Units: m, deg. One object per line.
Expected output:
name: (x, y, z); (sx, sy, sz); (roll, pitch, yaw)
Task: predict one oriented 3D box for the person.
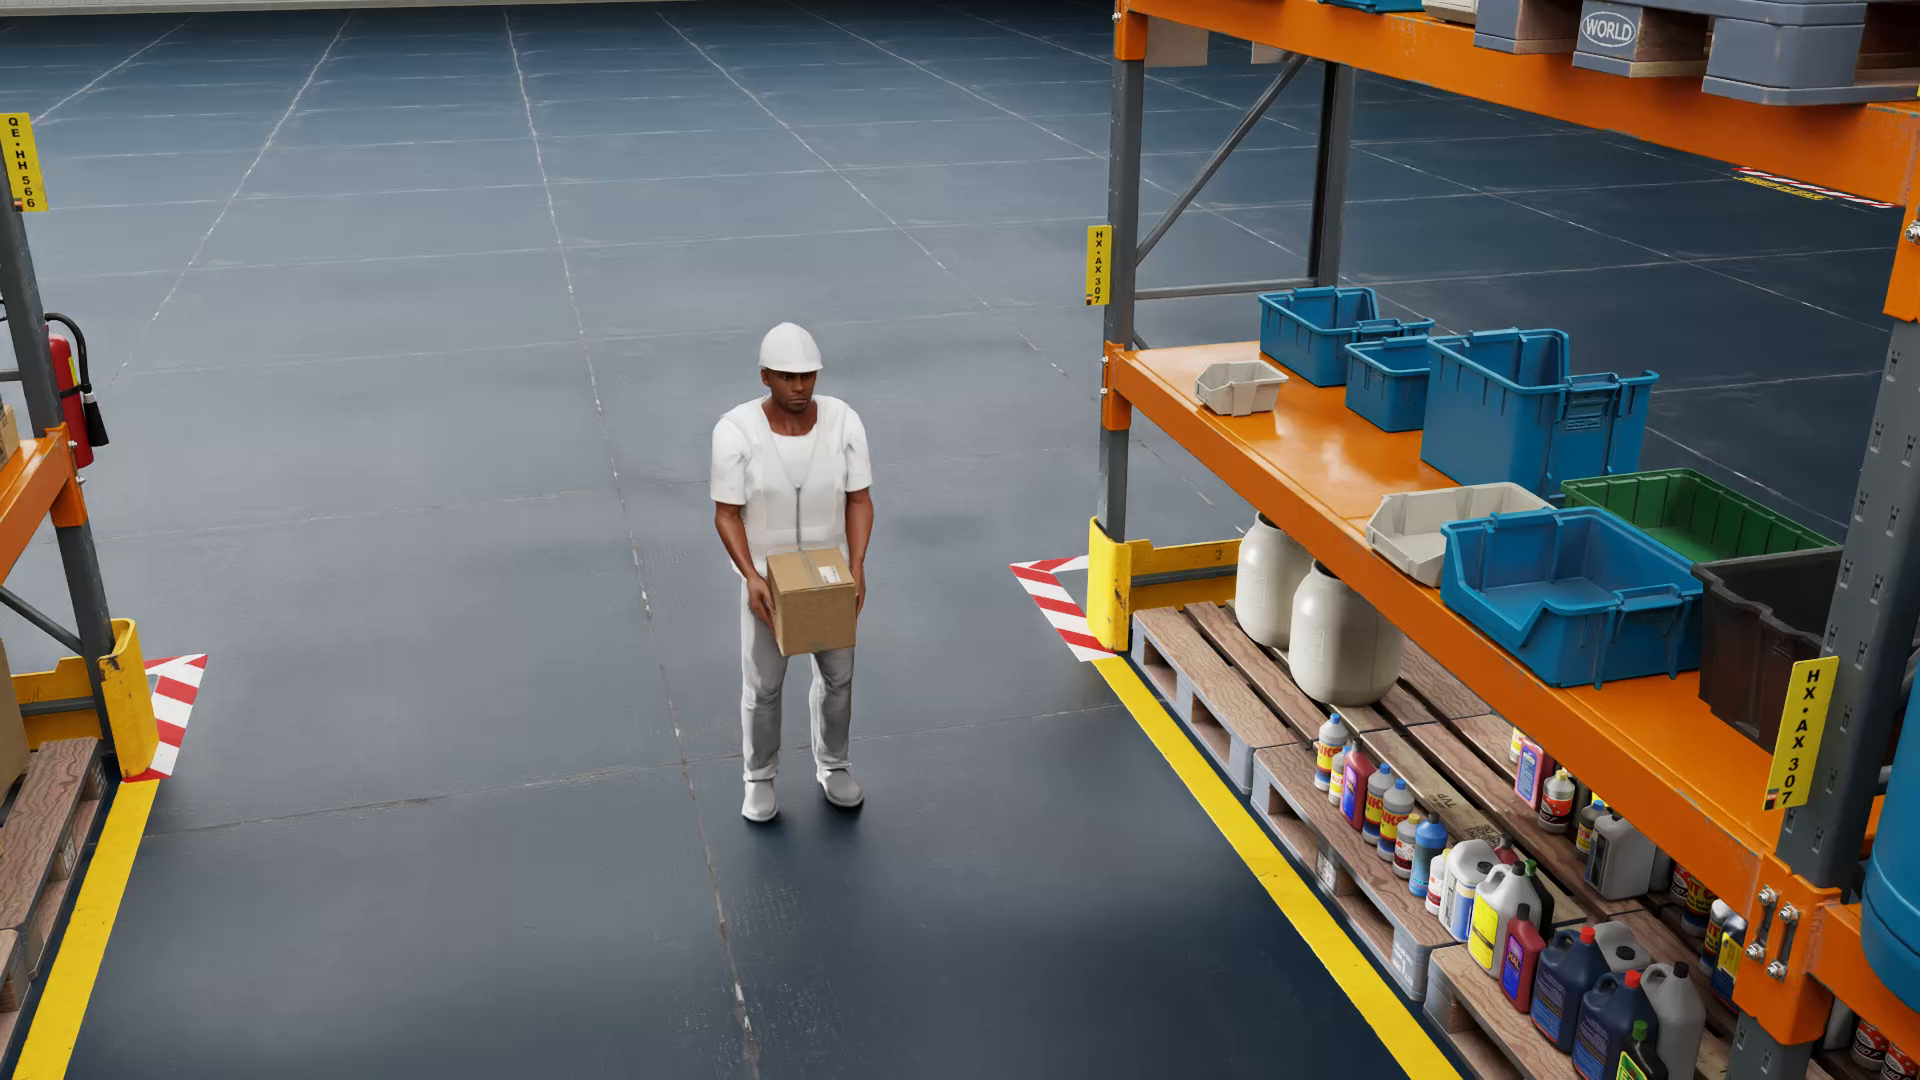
person: (-0.554, 0.133, 5.745); (0.562, 1.768, 0.509); (-6, 24, -15)
